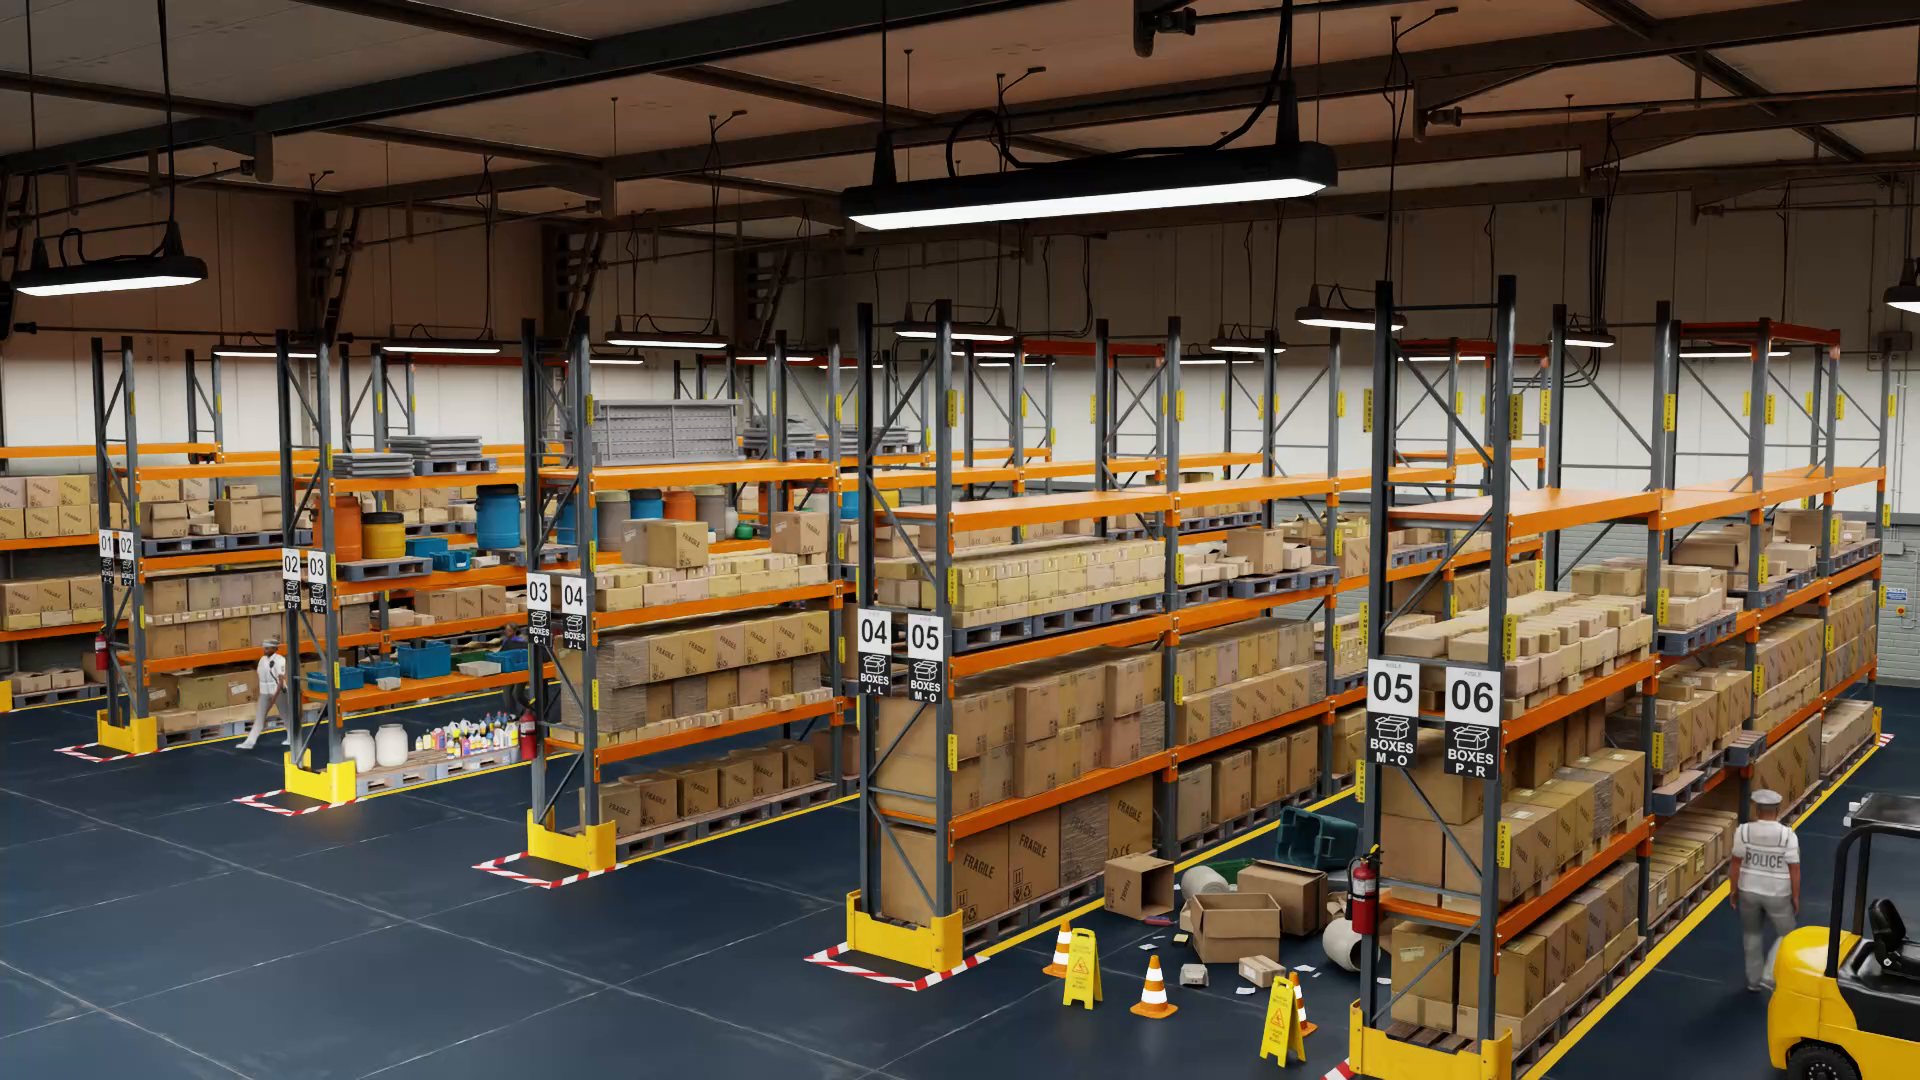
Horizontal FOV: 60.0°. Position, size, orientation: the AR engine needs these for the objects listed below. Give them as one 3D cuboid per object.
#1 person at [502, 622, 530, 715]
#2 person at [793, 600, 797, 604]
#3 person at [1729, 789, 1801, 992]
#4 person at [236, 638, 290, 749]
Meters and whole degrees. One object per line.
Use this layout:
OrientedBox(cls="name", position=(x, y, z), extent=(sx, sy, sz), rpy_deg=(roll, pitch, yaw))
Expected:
OrientedBox(cls="person", position=(-6.944, 2.086, 26.156), extent=(0.539, 1.639, 0.555), rpy_deg=(3, 6, 27))
OrientedBox(cls="person", position=(-3.965, 0.791, 40.335), extent=(0.526, 1.721, 1.084), rpy_deg=(3, 6, 34))
OrientedBox(cls="person", position=(6.945, 3.046, 14.341), extent=(0.573, 1.757, 0.565), rpy_deg=(4, 6, 36))
OrientedBox(cls="person", position=(-10.050, 2.227, 24.163), extent=(0.498, 1.624, 1.038), rpy_deg=(1, 5, 9))
